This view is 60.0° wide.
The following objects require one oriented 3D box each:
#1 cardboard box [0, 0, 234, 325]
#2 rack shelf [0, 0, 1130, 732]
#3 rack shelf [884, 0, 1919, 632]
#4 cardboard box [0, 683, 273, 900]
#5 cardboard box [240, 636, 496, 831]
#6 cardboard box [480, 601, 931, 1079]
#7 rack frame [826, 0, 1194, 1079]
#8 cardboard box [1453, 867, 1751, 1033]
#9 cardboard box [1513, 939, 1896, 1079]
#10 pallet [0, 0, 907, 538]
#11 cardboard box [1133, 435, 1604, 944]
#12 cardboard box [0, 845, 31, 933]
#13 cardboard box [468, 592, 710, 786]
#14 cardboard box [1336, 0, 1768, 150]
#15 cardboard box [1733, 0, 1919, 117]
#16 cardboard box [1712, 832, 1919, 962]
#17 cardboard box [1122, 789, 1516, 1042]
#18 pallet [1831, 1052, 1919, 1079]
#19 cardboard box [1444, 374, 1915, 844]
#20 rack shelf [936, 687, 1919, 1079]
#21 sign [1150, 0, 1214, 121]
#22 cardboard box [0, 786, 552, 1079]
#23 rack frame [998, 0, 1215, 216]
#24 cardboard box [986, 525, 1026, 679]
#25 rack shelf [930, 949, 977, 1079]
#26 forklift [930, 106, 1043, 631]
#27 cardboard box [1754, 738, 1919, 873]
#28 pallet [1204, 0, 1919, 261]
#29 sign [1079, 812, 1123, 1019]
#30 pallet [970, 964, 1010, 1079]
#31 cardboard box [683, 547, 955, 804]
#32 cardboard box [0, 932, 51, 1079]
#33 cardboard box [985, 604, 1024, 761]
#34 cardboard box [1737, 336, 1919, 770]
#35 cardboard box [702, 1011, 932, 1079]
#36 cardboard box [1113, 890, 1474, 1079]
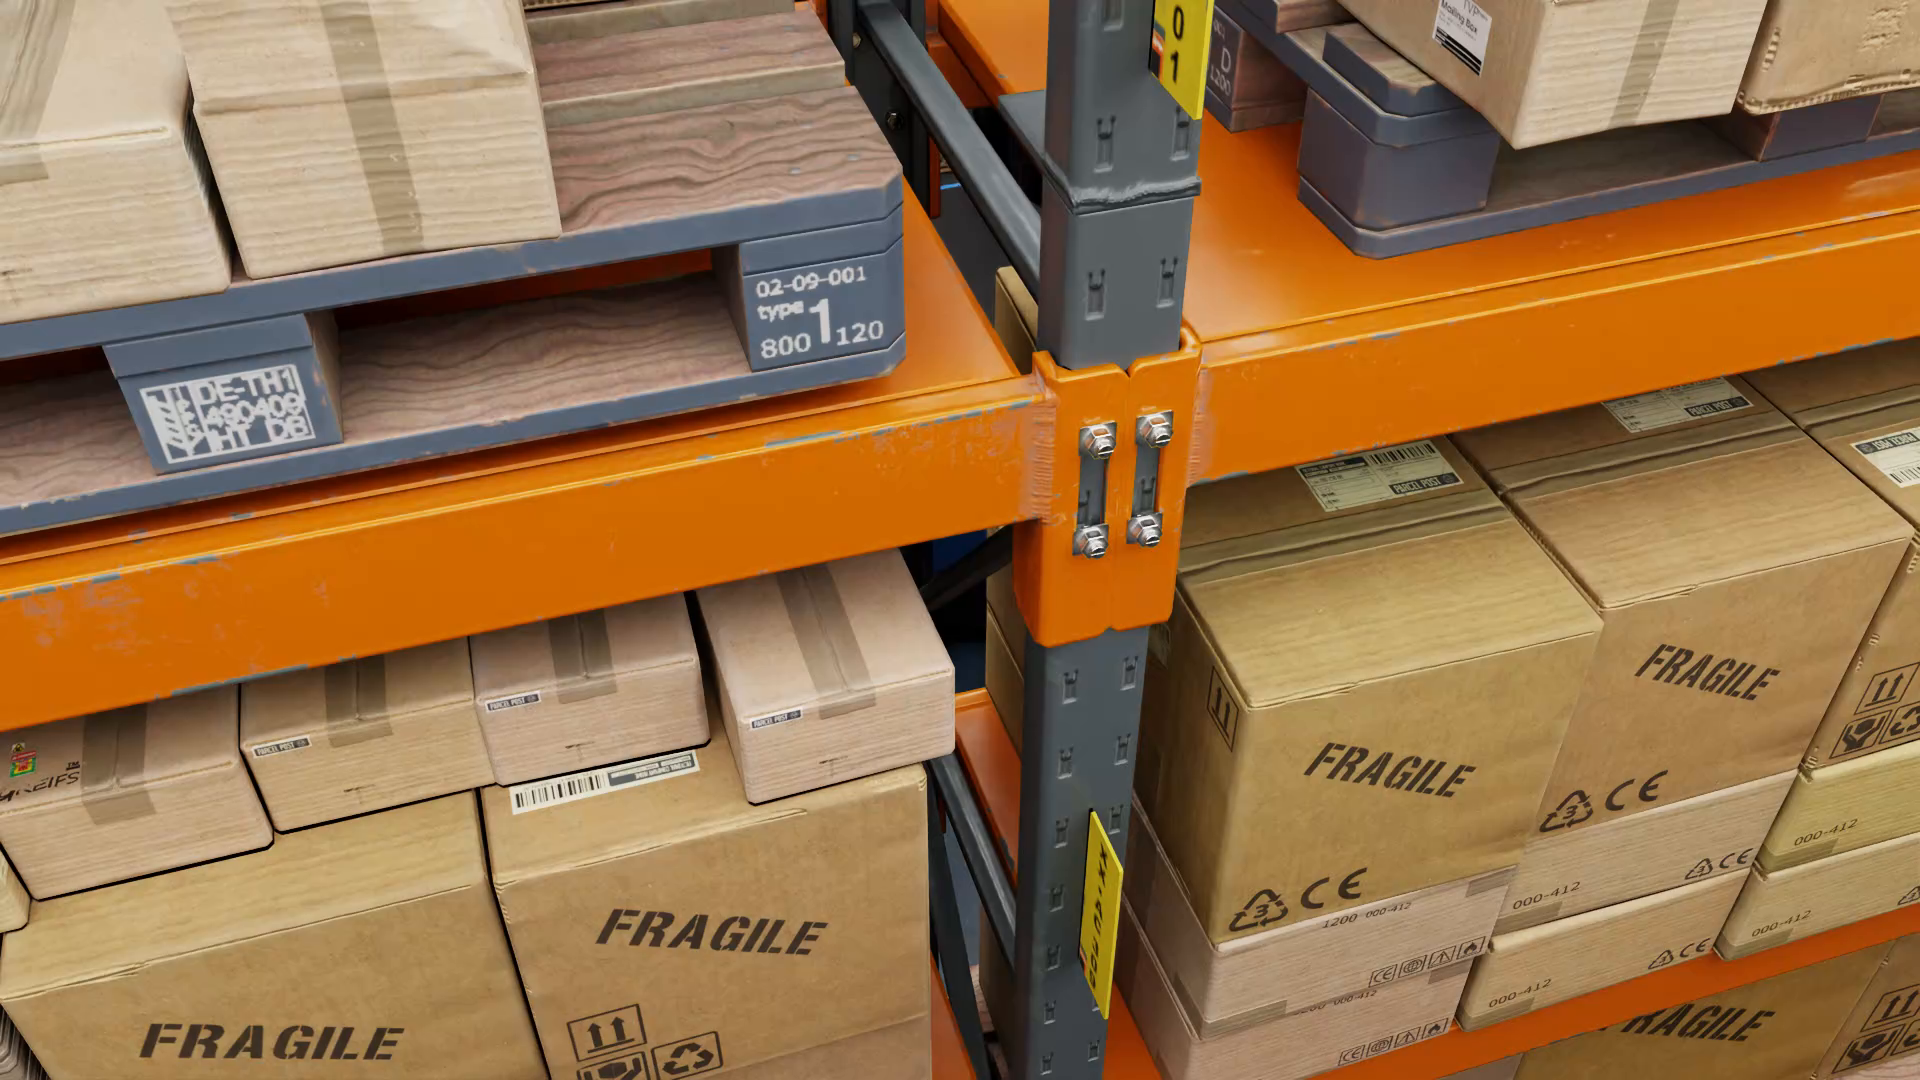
[{"bbox_3d":[-0.750,-0.347,1.383,0.250,0.149,0.380,-11,42,-12],"label":"cardboard box"},{"bbox_3d":[-1.892,0.042,1.690,4.000,0.370,1.077,-12,42,-13],"label":"rack shelf"},{"bbox_3d":[1.923,-0.749,2.594,4.000,0.370,1.077,-12,42,-13],"label":"rack shelf"},{"bbox_3d":[-0.944,0.196,1.917,0.250,0.149,0.380,-12,43,-13],"label":"cardboard box"},{"bbox_3d":[-0.708,0.134,1.988,0.250,0.149,0.380,-12,42,-13],"label":"cardboard box"},{"bbox_3d":[-0.352,0.357,2.225,0.500,0.500,0.500,-12,43,-13],"label":"cardboard box"},{"bbox_3d":[0.015,0.505,2.892,0.127,3.000,1.000,-12,42,-13],"label":"rack frame"},{"bbox_3d":[1.007,0.537,2.970,0.500,0.250,0.500,-13,43,-14],"label":"cardboard box"},{"bbox_3d":[1.442,0.791,3.861,0.875,0.875,0.875,-11,42,-12],"label":"cardboard box"},{"bbox_3d":[-0.768,-0.436,1.757,1.213,0.211,1.003,-12,42,-13],"label":"pallet"},{"bbox_3d":[0.521,0.184,2.423,0.500,0.500,0.500,-11,42,-13],"label":"cardboard box"},{"bbox_3d":[-1.172,0.268,1.835,0.250,0.149,0.380,-12,43,-13],"label":"cardboard box"},{"bbox_3d":[-0.467,0.091,2.037,0.250,0.149,0.380,-11,42,-12],"label":"cardboard box"},{"bbox_3d":[0.598,-0.611,1.673,0.258,0.266,0.396,-12,43,-13],"label":"cardboard box"},{"bbox_3d":[0.943,-0.813,1.725,0.500,0.500,0.500,-12,43,-14],"label":"cardboard box"},{"bbox_3d":[1.501,0.446,3.074,0.500,0.250,0.500,-12,43,-13],"label":"cardboard box"},{"bbox_3d":[0.520,0.463,2.674,0.500,0.250,0.500,-13,43,-14],"label":"cardboard box"},{"bbox_3d":[1.894,1.112,4.317,1.213,0.211,1.003,-12,42,-13],"label":"pallet"},{"bbox_3d":[0.998,0.066,2.558,0.500,0.500,0.500,-12,43,-13],"label":"cardboard box"},{"bbox_3d":[1.923,0.381,3.581,4.000,0.370,1.077,-12,42,-13],"label":"rack shelf"},{"bbox_3d":[0.183,-0.501,1.311,0.005,0.325,0.100,-12,42,-13],"label":"sign"},{"bbox_3d":[-0.838,0.452,2.116,0.500,0.500,0.500,-12,43,-14],"label":"cardboard box"},{"bbox_3d":[0.015,-1.754,0.918,0.127,3.000,1.000,-12,42,-13],"label":"rack frame"},{"bbox_3d":[0.363,0.133,3.051,0.500,0.250,0.500,-12,42,-13],"label":"cardboard box"},{"bbox_3d":[-1.892,1.171,2.676,4.000,0.370,1.077,-12,42,-13],"label":"rack shelf"},{"bbox_3d":[0.852,-1.331,5.045,3.031,2.935,1.130,-13,43,-14],"label":"forklift"},{"bbox_3d":[1.498,0.259,2.907,0.500,0.250,0.500,-11,42,-13],"label":"cardboard box"},{"bbox_3d":[0.875,-0.765,2.211,1.217,0.209,0.805,-13,43,-15],"label":"pallet"},{"bbox_3d":[0.183,0.497,2.183,0.005,0.325,0.100,-12,42,-13],"label":"sign"},{"bbox_3d":[0.728,1.355,4.038,1.213,0.211,1.003,-12,42,-13],"label":"pallet"},{"bbox_3d":[-0.183,0.107,2.019,0.250,0.149,0.380,-13,43,-14],"label":"cardboard box"},{"bbox_3d":[-1.321,0.559,1.994,0.500,0.500,0.500,-11,42,-12],"label":"cardboard box"},{"bbox_3d":[0.367,0.315,3.224,0.500,0.250,0.500,-13,43,-14],"label":"cardboard box"},{"bbox_3d":[1.477,-0.031,2.670,0.500,0.500,0.500,-13,43,-14],"label":"cardboard box"},{"bbox_3d":[-0.350,0.719,2.571,0.500,0.500,0.500,-11,42,-13],"label":"cardboard box"},{"bbox_3d":[0.514,0.640,2.851,0.500,0.250,0.500,-13,43,-14],"label":"cardboard box"}]
